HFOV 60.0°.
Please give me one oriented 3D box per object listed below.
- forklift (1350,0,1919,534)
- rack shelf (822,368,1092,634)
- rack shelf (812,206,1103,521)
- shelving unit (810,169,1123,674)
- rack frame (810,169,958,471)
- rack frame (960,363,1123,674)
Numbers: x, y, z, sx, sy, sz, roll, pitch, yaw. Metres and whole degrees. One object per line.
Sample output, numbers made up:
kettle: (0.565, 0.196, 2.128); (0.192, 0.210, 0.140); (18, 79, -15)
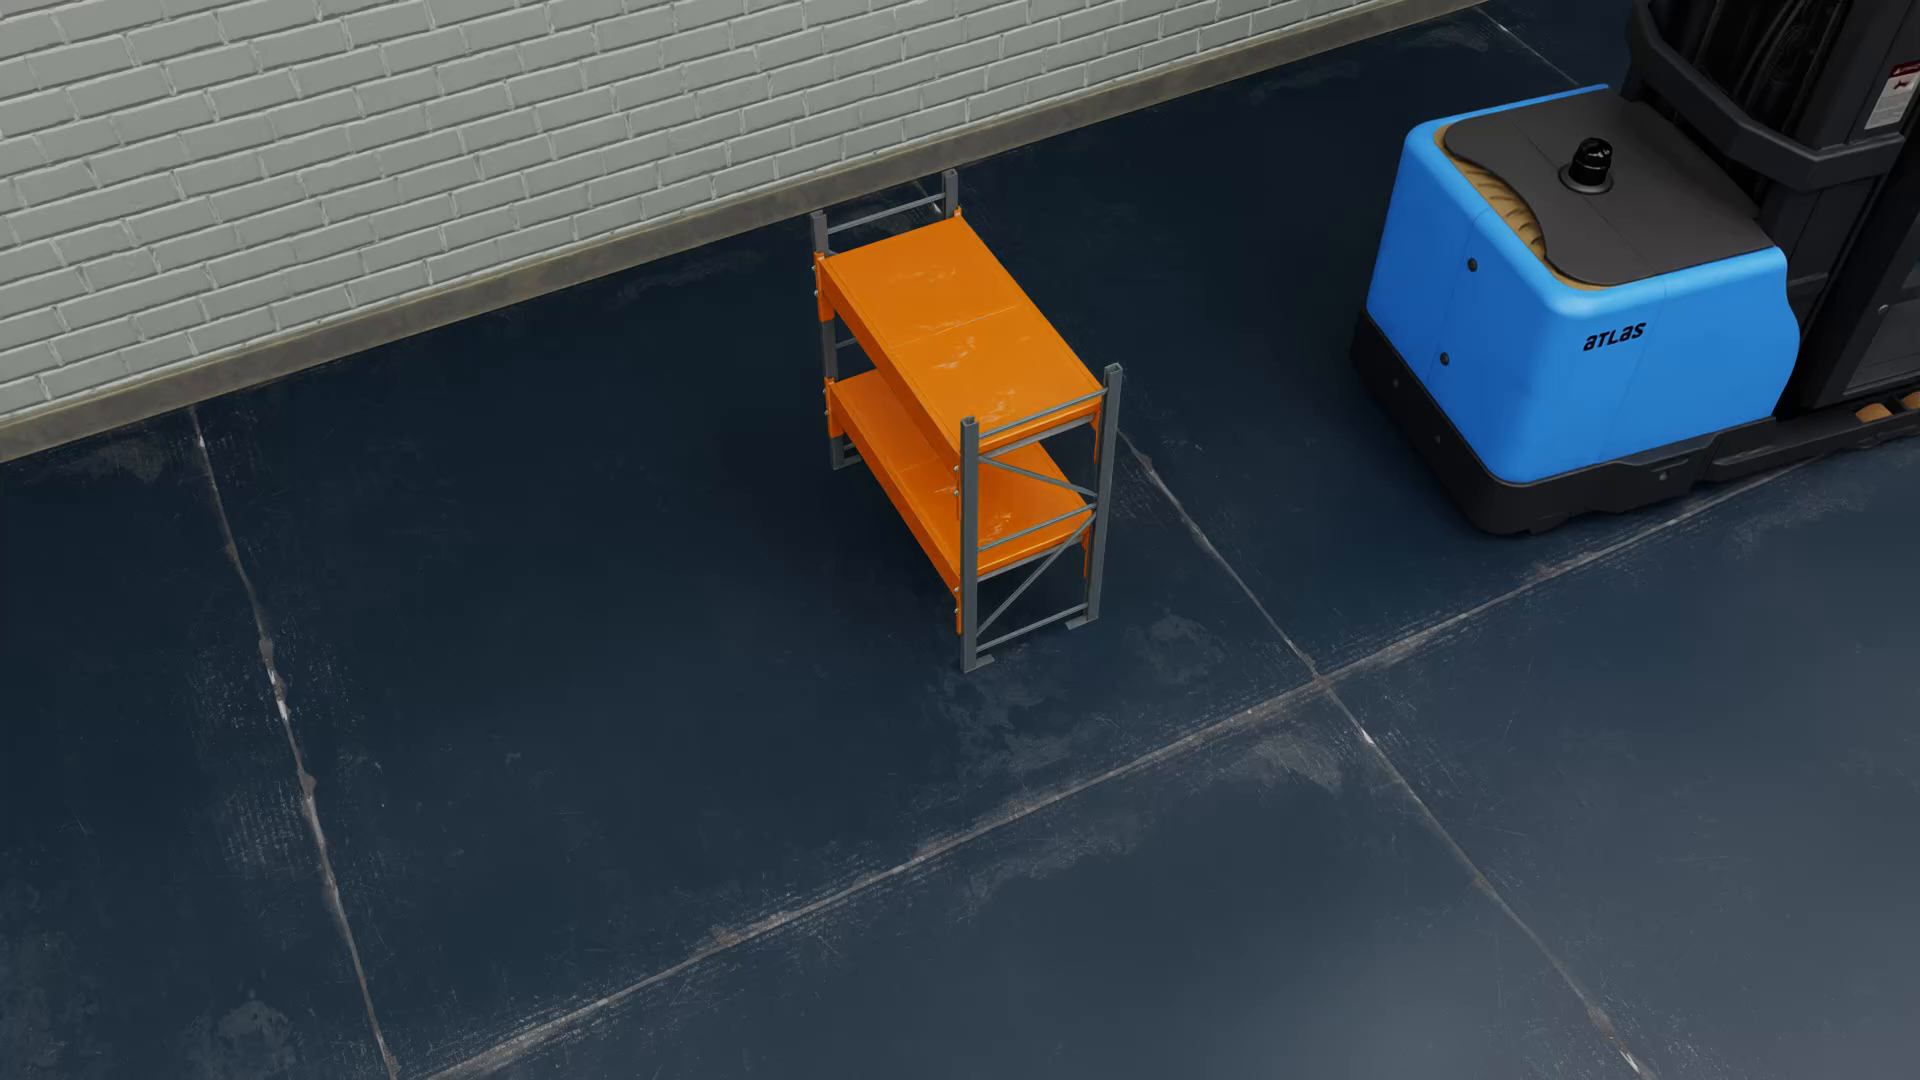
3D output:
forklift: (3.043, -1.661, 5.255); (3.031, 2.935, 1.130); (-15, 50, -12)
rack shelf: (-0.003, -0.214, 5.515); (0.538, 0.278, 1.000); (-21, 52, -18)
rack shelf: (-0.003, -0.568, 5.110); (0.538, 0.278, 1.000); (-21, 52, -18)
shelving unit: (-0.003, -0.375, 5.331); (0.538, 1.125, 1.048); (-21, 52, -18)
rack frame: (-0.236, -0.715, 5.628); (0.500, 1.125, 0.032); (-21, 52, -18)
rack frame: (0.230, -0.035, 5.033); (0.500, 1.125, 0.032); (-21, 52, -18)
